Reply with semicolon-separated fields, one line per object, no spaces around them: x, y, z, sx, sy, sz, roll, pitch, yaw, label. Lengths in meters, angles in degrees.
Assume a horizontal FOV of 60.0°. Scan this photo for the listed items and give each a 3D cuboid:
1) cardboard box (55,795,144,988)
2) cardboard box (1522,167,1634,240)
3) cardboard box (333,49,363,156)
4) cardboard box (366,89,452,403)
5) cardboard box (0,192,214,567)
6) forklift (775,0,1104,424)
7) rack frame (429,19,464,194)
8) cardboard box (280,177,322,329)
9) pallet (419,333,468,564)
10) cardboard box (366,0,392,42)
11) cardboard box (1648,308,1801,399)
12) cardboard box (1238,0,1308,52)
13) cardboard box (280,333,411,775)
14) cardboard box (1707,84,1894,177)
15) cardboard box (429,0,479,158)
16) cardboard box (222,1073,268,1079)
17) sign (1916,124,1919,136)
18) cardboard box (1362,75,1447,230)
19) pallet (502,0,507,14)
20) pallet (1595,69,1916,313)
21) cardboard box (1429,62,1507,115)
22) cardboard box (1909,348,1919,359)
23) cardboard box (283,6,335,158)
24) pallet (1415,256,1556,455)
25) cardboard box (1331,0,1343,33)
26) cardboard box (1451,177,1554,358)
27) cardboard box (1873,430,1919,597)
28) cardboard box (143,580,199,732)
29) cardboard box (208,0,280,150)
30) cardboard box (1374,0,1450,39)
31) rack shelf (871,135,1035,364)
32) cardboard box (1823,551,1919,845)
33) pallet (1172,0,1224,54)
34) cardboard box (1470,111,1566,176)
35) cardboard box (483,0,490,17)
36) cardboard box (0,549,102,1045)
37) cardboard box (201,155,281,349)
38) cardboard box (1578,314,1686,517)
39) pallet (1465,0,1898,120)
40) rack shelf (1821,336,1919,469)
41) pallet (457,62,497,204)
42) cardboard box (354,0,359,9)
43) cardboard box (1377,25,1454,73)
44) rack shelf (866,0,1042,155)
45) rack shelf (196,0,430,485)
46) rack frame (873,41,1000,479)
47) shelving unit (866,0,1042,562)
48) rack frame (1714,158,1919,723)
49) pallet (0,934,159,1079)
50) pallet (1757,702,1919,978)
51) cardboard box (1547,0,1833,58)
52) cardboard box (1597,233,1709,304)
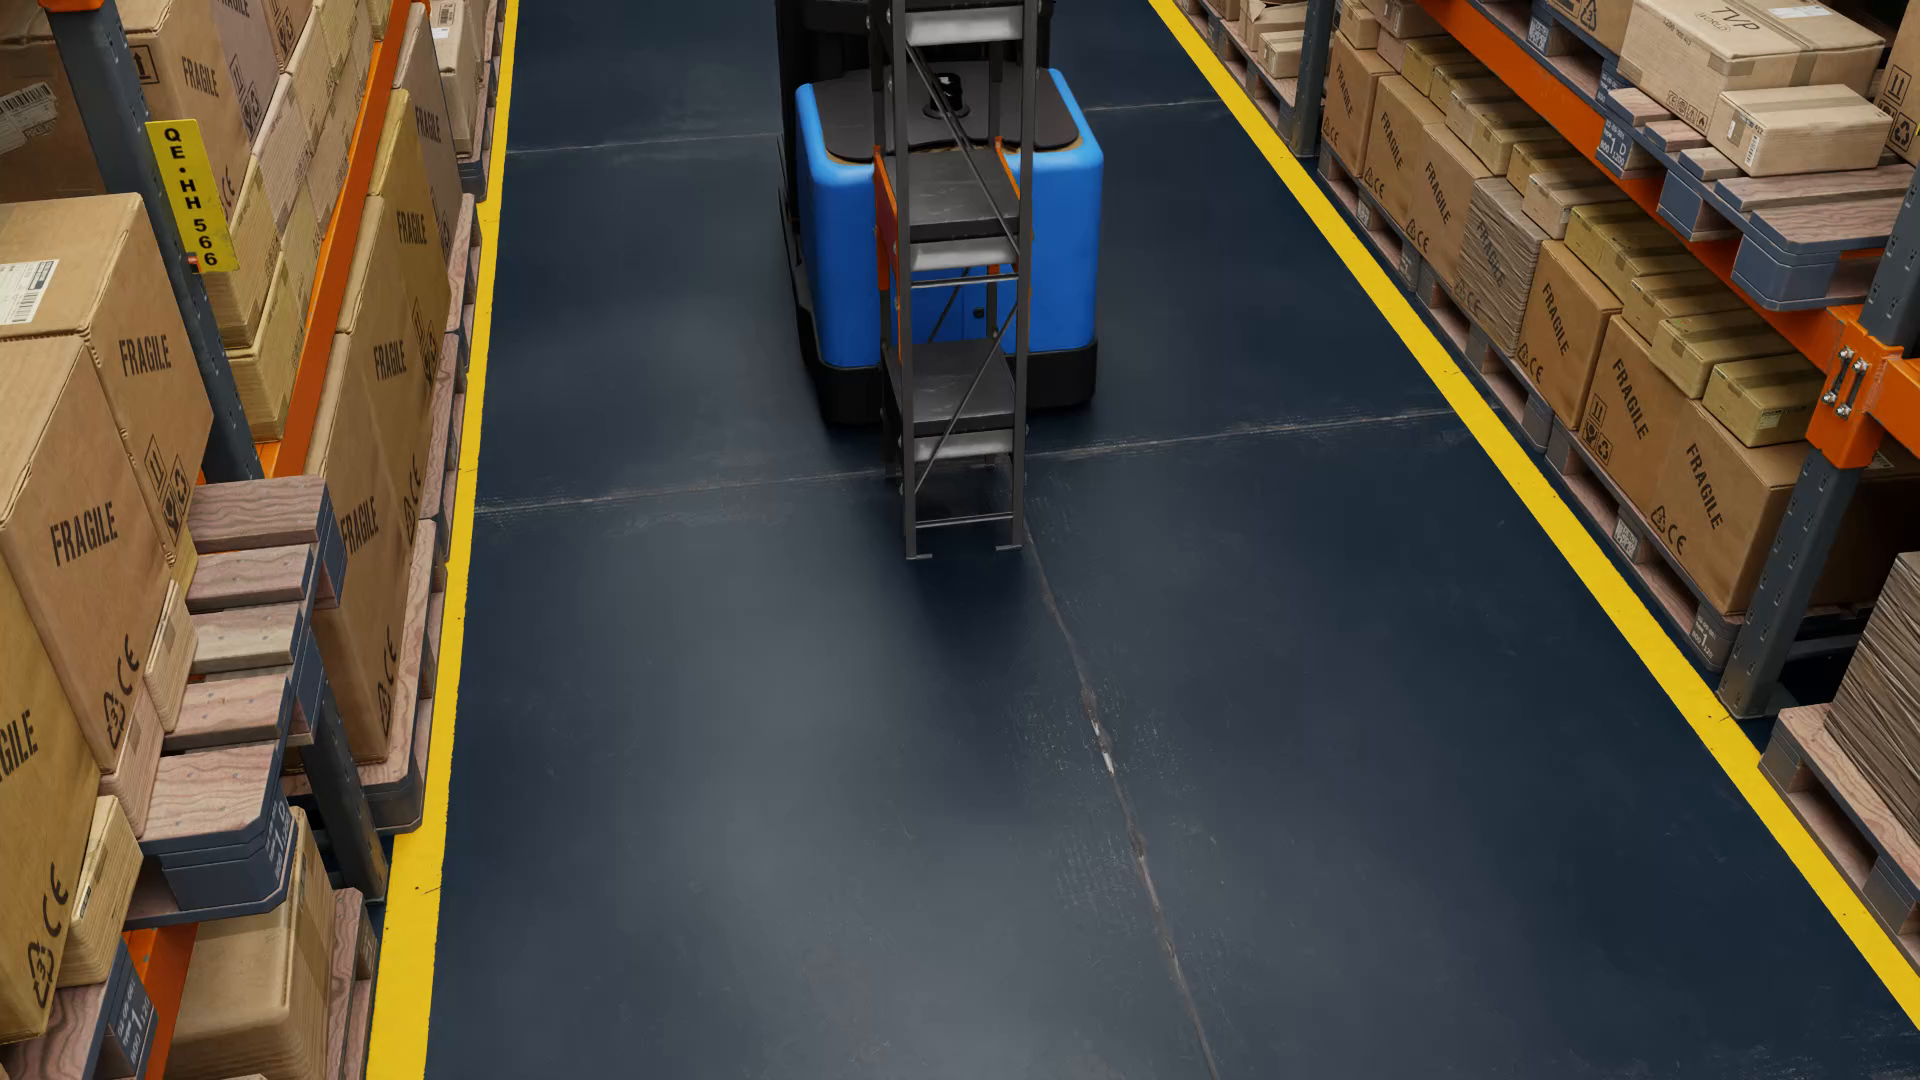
-1.460;0.538;2.474;0.380;0.149;0.250;-6;38;-7;cardboard box
2.291;-1.233;6.058;0.380;0.149;0.250;-8;39;-10;cardboard box
-2.176;-1.374;5.195;0.500;0.250;0.500;-6;38;-8;cardboard box
-2.402;-1.019;6.006;0.875;0.875;0.875;-5;38;-7;cardboard box
-1.701;-0.265;2.980;0.500;0.500;0.500;-7;38;-9;cardboard box
-0.222;-2.489;6.565;1.130;2.935;3.031;-6;38;-7;forklift
-2.756;-2.603;6.655;1.000;3.000;0.127;-6;38;-8;rack frame
-2.000;-0.758;4.403;0.500;0.250;0.500;-7;38;-9;cardboard box
-2.329;-0.305;5.971;1.003;0.211;1.213;-6;38;-8;pallet
-2.341;-1.992;5.991;0.500;0.250;0.500;-7;38;-9;cardboard box
2.417;-0.590;5.231;0.380;0.149;0.250;-8;39;-10;cardboard box
1.681;-2.746;8.725;0.396;0.266;0.258;-5;38;-6;cardboard box
-2.094;0.060;4.617;0.875;0.875;0.875;-7;38;-8;cardboard box
2.339;-1.145;4.641;0.380;0.149;0.250;-6;38;-7;cardboard box
-2.760;-2.148;7.815;0.875;0.438;0.875;-7;38;-9;cardboard box
-1.828;1.472;3.210;0.950;0.372;0.625;-7;38;-9;cardboard box
2.299;-1.085;3.822;0.100;0.325;0.005;-6;38;-8;sign
2.097;-1.681;7.164;0.500;0.500;0.500;-7;38;-9;cardboard box
-3.240;-3.443;10.010;1.003;0.211;1.213;-6;38;-8;pallet
2.644;-1.049;4.812;1.213;0.211;1.003;-6;38;-8;pallet
2.174;-1.852;6.855;0.380;0.149;0.250;-7;38;-9;cardboard box
3.047;-0.506;5.123;0.380;0.149;0.250;-4;38;-6;cardboard box
-2.065;-1.272;4.657;0.500;0.250;0.500;-6;38;-8;cardboard box
2.528;-0.812;6.623;1.003;0.211;1.213;-6;38;-8;pallet
2.247;-2.667;8.588;0.500;0.311;0.500;-5;38;-6;cardboard box
2.265;-1.065;6.371;0.500;0.500;0.500;-8;38;-10;cardboard box
3.034;-0.186;5.240;0.500;0.500;0.500;-5;38;-6;cardboard box
-1.559;0.221;2.883;0.380;0.149;0.250;-7;38;-8;cardboard box
-1.997;-1.244;4.010;0.500;0.500;0.500;-6;38;-8;cardboard box
2.024;-2.294;7.182;0.380;0.149;0.250;-8;39;-10;cardboard box
-0.029;-0.918;5.243;0.431;0.518;0.480;-6;38;-8;rack shelf
2.928;0.427;4.348;0.875;0.625;0.625;-5;38;-7;cardboard box
1.794;-3.191;9.686;1.003;0.211;1.213;-6;38;-8;pallet
2.222;-1.547;6.462;0.380;0.149;0.250;-5;38;-6;cardboard box
-3.074;-3.233;9.213;0.875;0.438;0.875;-5;38;-7;cardboard box
-1.510;0.351;2.187;0.500;0.500;0.500;-9;39;-11;cardboard box
-1.900;-0.658;3.866;0.500;0.250;0.500;-6;38;-8;cardboard box
2.469;-0.437;5.563;0.500;0.500;0.500;-7;38;-9;cardboard box
2.486;-1.821;5.806;1.003;0.211;1.213;-6;38;-8;pallet
3.182;0.769;2.901;1.077;0.370;4.000;-6;38;-8;rack shelf
-2.812;-1.969;8.113;1.003;0.211;1.213;-6;38;-8;pallet
-2.247;-1.888;5.449;0.500;0.250;0.500;-5;38;-7;cardboard box
2.056;-2.170;7.264;0.380;0.149;0.250;-7;38;-9;cardboard box
-0.029;-1.471;4.813;0.431;0.518;0.480;-6;38;-8;rack shelf
-2.405;-1.111;5.321;1.077;0.370;4.000;-6;38;-8;rack shelf
-0.072;-1.077;5.424;0.400;2.100;0.015;-6;38;-8;rack frame
-0.029;-0.929;5.235;0.431;2.100;0.503;-6;38;-8;shelving unit
2.832;-0.723;4.236;1.000;3.000;0.127;-6;38;-8;rack frame
-1.667;1.080;2.071;1.003;0.211;1.213;-6;38;-8;pallet
2.938;0.880;4.446;1.003;0.211;1.213;-6;38;-8;pallet
2.363;-1.896;5.318;0.797;0.503;0.637;-7;38;-9;cardboard box
2.413;-0.919;5.654;0.380;0.149;0.250;-5;38;-7;cardboard box
